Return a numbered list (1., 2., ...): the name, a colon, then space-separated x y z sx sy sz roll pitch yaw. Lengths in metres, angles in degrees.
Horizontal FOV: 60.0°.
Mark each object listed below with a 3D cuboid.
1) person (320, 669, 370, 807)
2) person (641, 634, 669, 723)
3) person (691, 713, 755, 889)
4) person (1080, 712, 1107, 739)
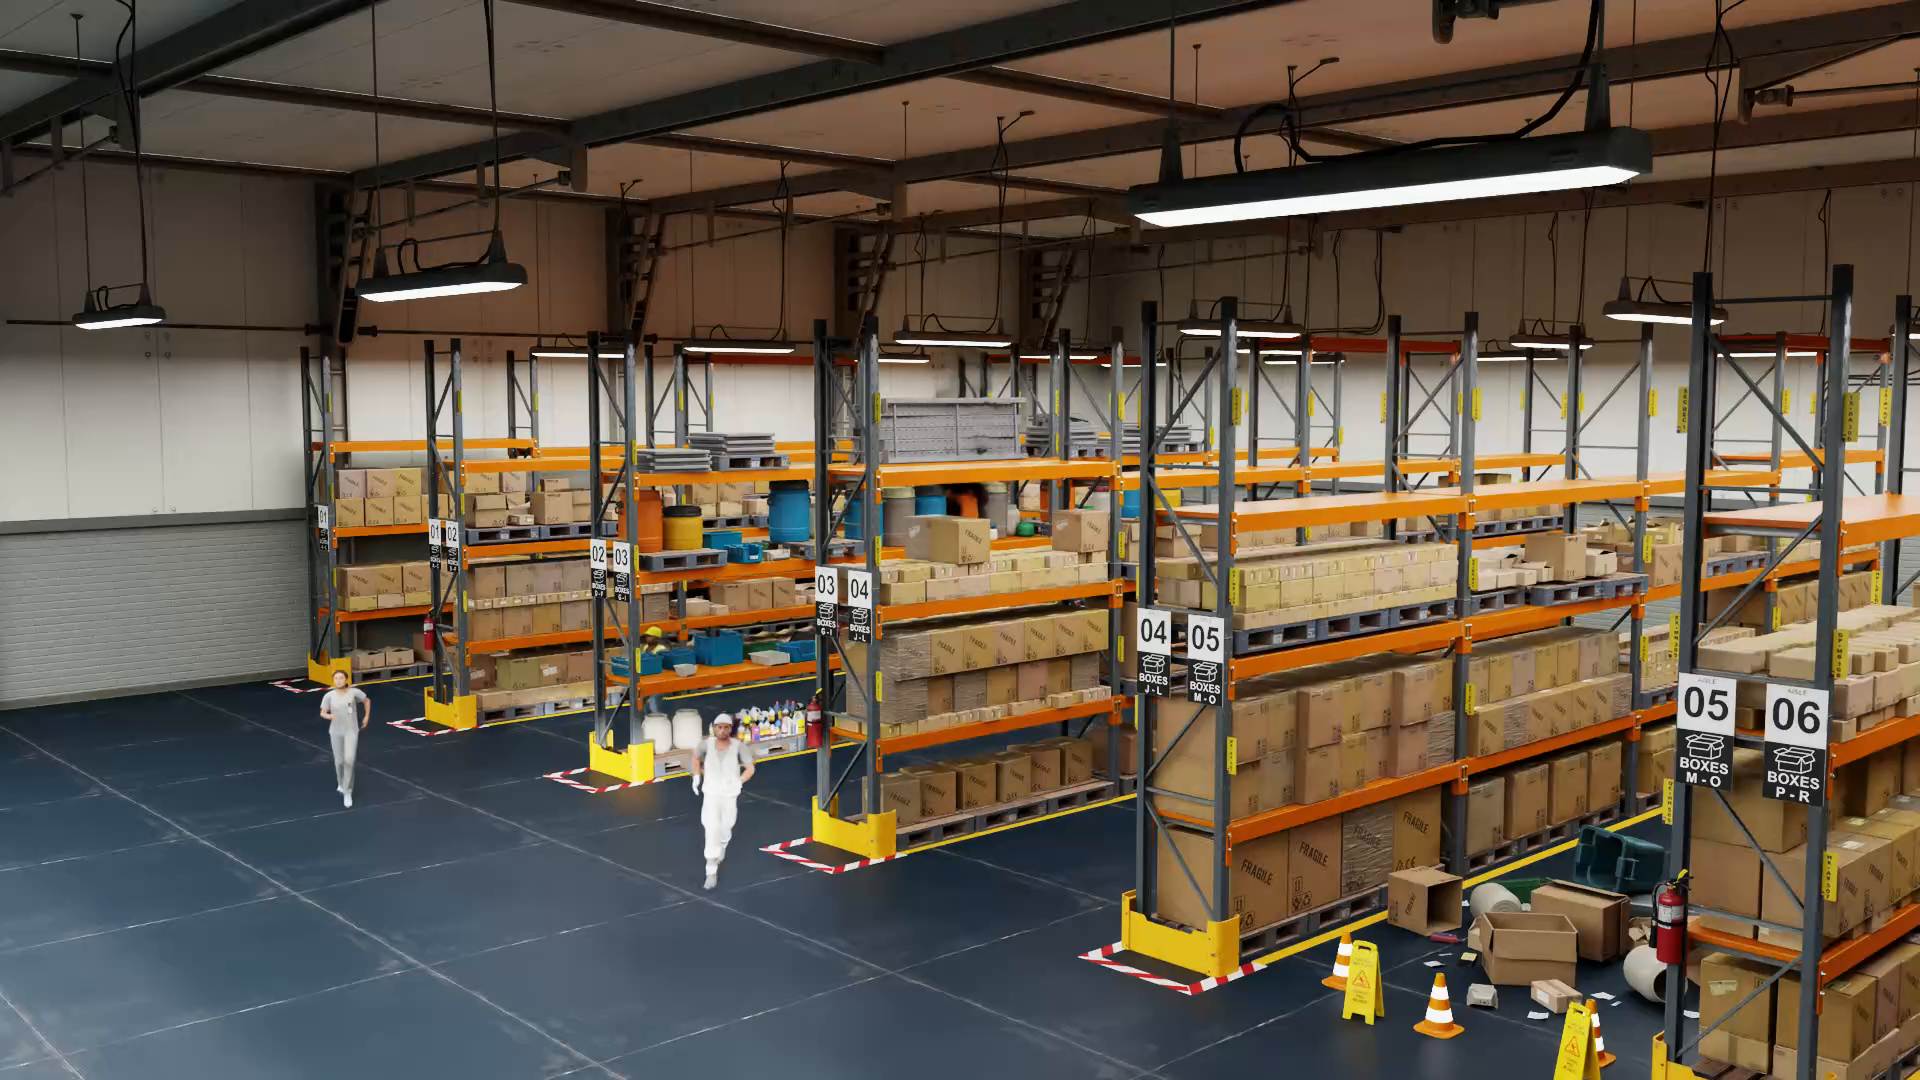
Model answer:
1. person: -7.825 2.489 21.157 0.570 1.698 0.819 -1 5 -12
2. person: -4.542 2.153 24.437 0.692 1.702 0.660 4 6 37
3. person: -2.529 2.722 17.770 0.681 1.792 0.935 0 5 -5
4. person: 1.972 2.173 24.964 0.503 1.627 0.691 3 6 33
